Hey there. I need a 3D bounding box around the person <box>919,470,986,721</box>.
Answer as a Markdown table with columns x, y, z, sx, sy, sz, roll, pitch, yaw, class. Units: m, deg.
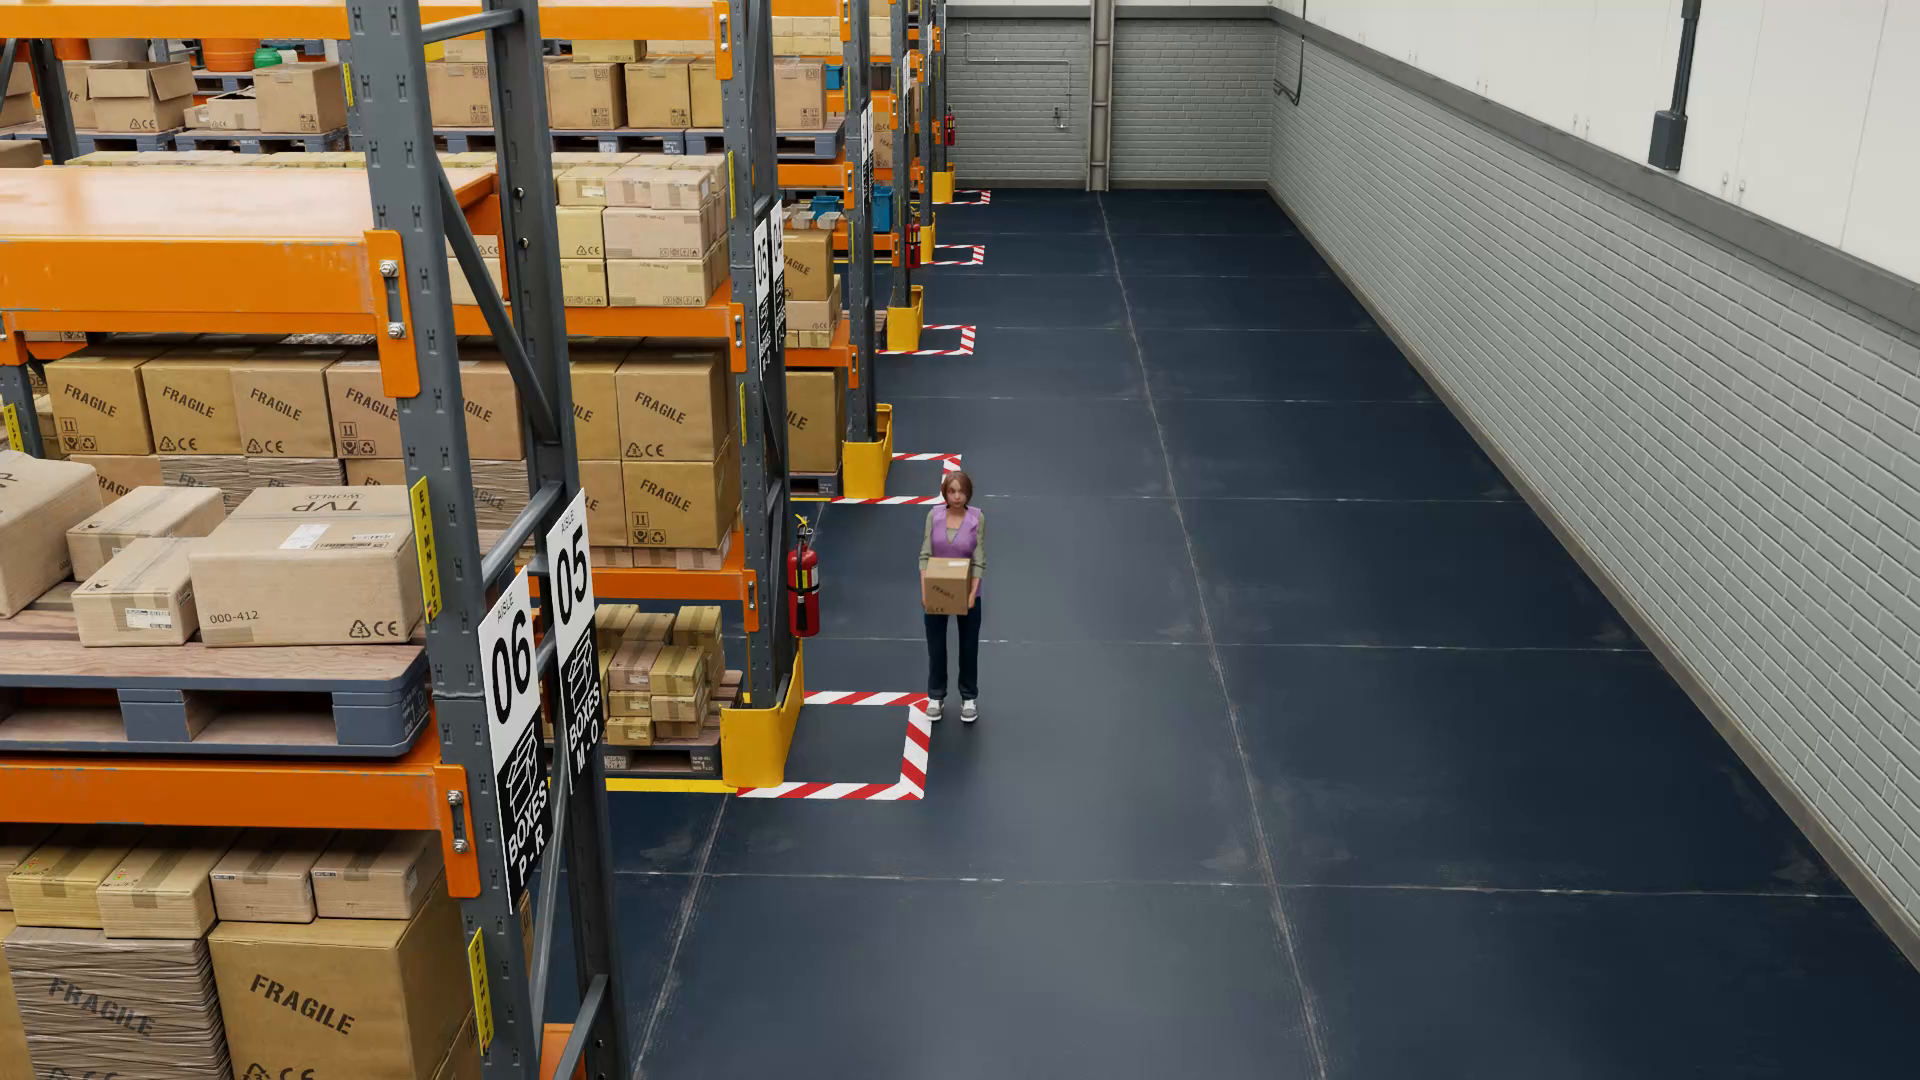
| x | y | z | sx | sy | sz | roll | pitch | yaw | class |
| --- | --- | --- | --- | --- | --- | --- | --- | --- | --- |
| -0.046 | 0.374 | 10.134 | 0.406 | 1.588 | 0.500 | 2 | 21 | 5 | person |
